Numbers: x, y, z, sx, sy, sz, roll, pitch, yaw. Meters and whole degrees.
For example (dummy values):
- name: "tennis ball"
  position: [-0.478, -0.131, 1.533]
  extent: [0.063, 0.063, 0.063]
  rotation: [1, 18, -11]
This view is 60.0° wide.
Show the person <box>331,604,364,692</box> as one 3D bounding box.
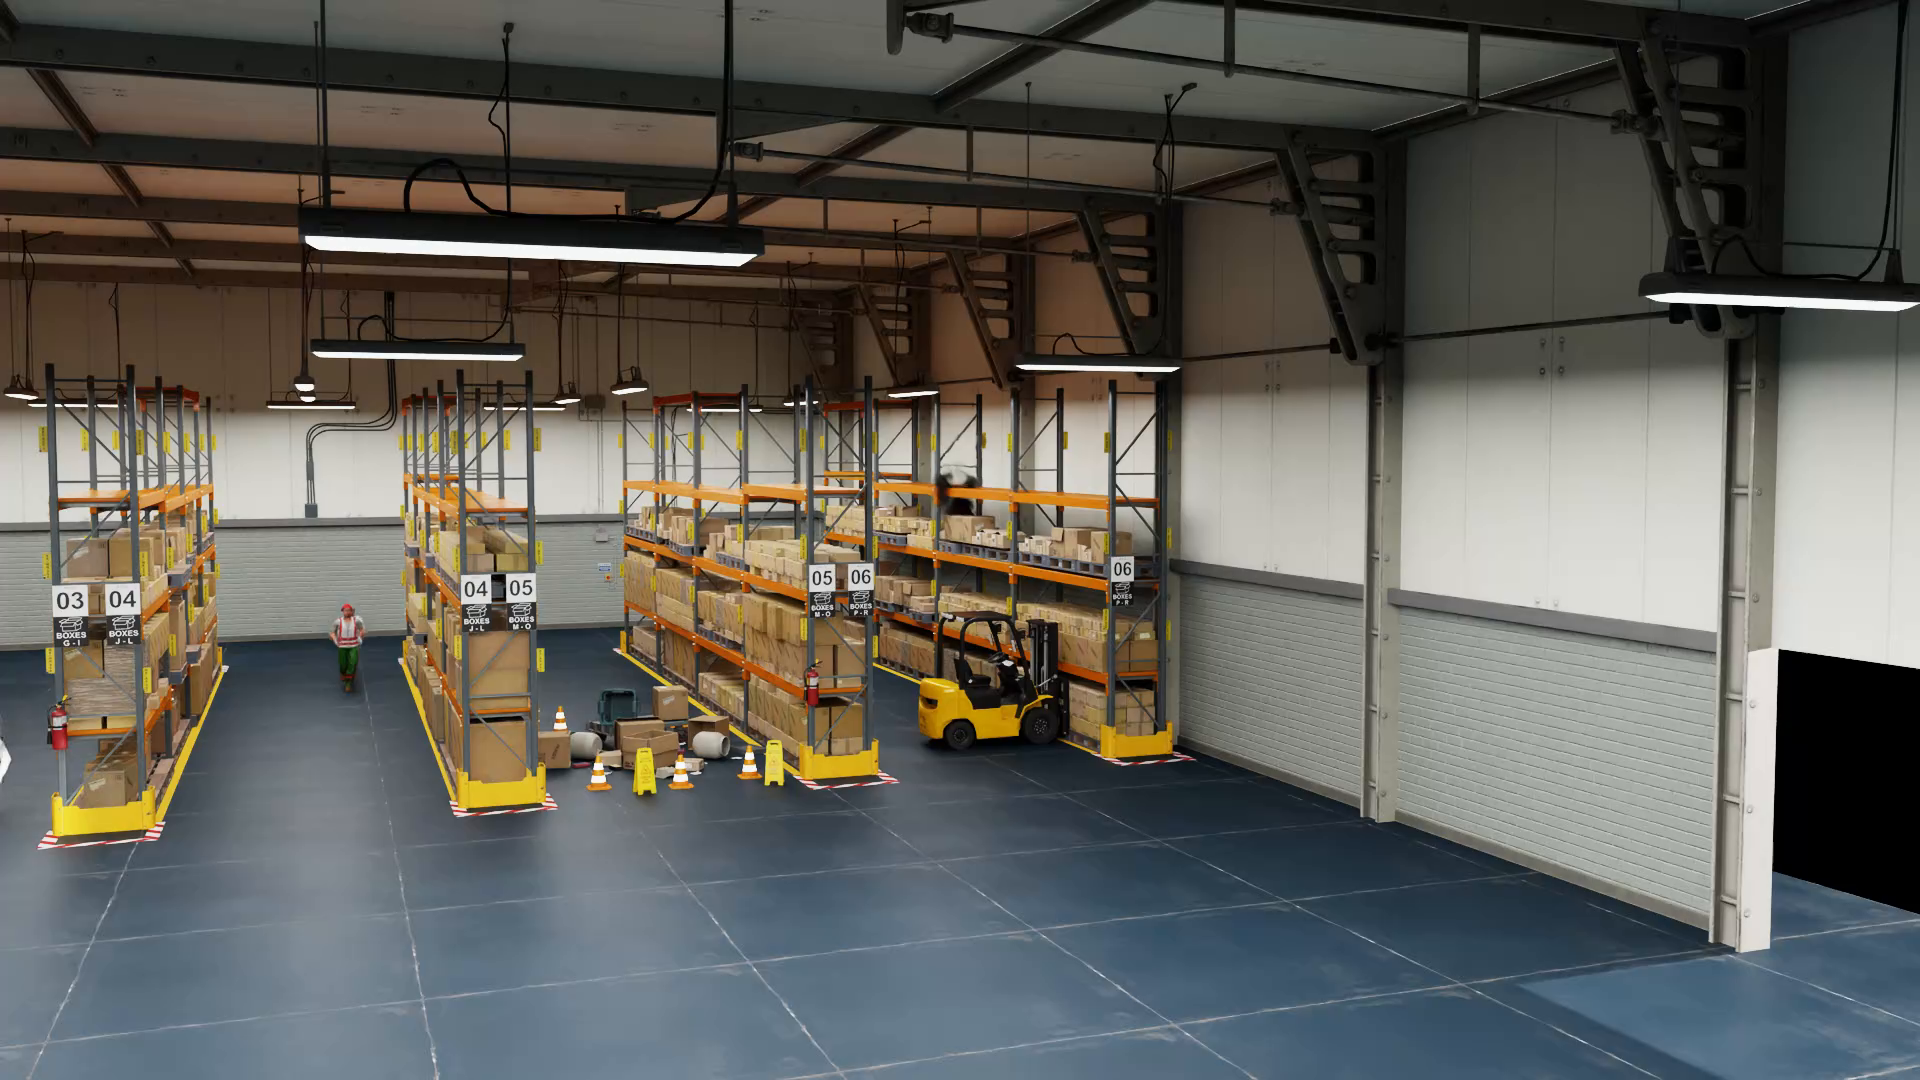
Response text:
- name: "person"
  position: [-12.349, 2.163, 33.571]
  extent: [0.653, 1.758, 0.818]
  rotation: [-2, 4, -25]

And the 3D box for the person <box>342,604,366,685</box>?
- name: "person"
  position: [-12.632, 2.176, 34.525]
  extent: [0.574, 1.704, 0.697]
  rotation: [-1, 3, -17]

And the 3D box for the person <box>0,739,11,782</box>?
- name: "person"
  position: [-12.188, 2.985, 20.706]
  extent: [0.648, 1.679, 0.561]
  rotation: [-3, 4, -39]
